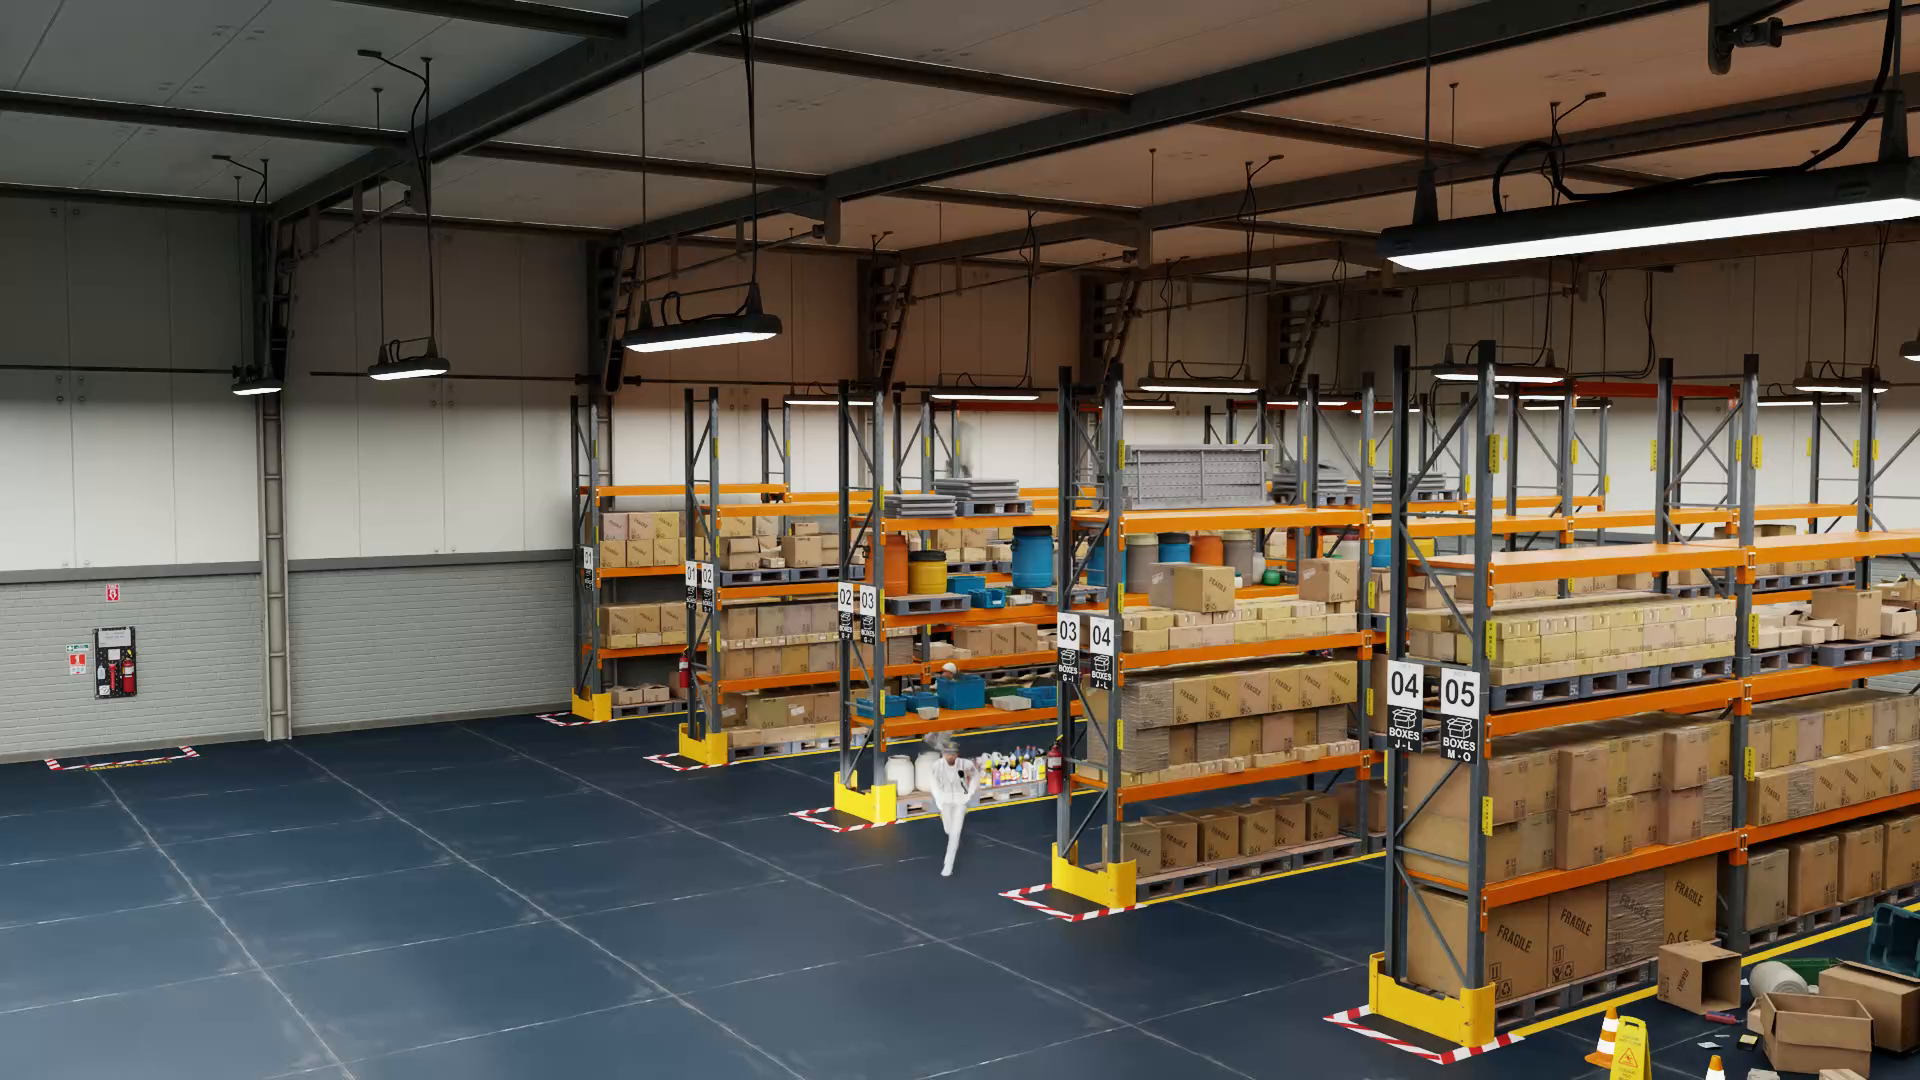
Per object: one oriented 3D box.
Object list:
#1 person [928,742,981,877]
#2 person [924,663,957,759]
[{"bbox_3d":[-0.062,3.179,20.070,0.630,1.633,0.908,0,3,2],"label":"person"},{"bbox_3d":[-0.238,2.751,25.670,0.543,1.739,0.703,-2,4,-33],"label":"person"}]
